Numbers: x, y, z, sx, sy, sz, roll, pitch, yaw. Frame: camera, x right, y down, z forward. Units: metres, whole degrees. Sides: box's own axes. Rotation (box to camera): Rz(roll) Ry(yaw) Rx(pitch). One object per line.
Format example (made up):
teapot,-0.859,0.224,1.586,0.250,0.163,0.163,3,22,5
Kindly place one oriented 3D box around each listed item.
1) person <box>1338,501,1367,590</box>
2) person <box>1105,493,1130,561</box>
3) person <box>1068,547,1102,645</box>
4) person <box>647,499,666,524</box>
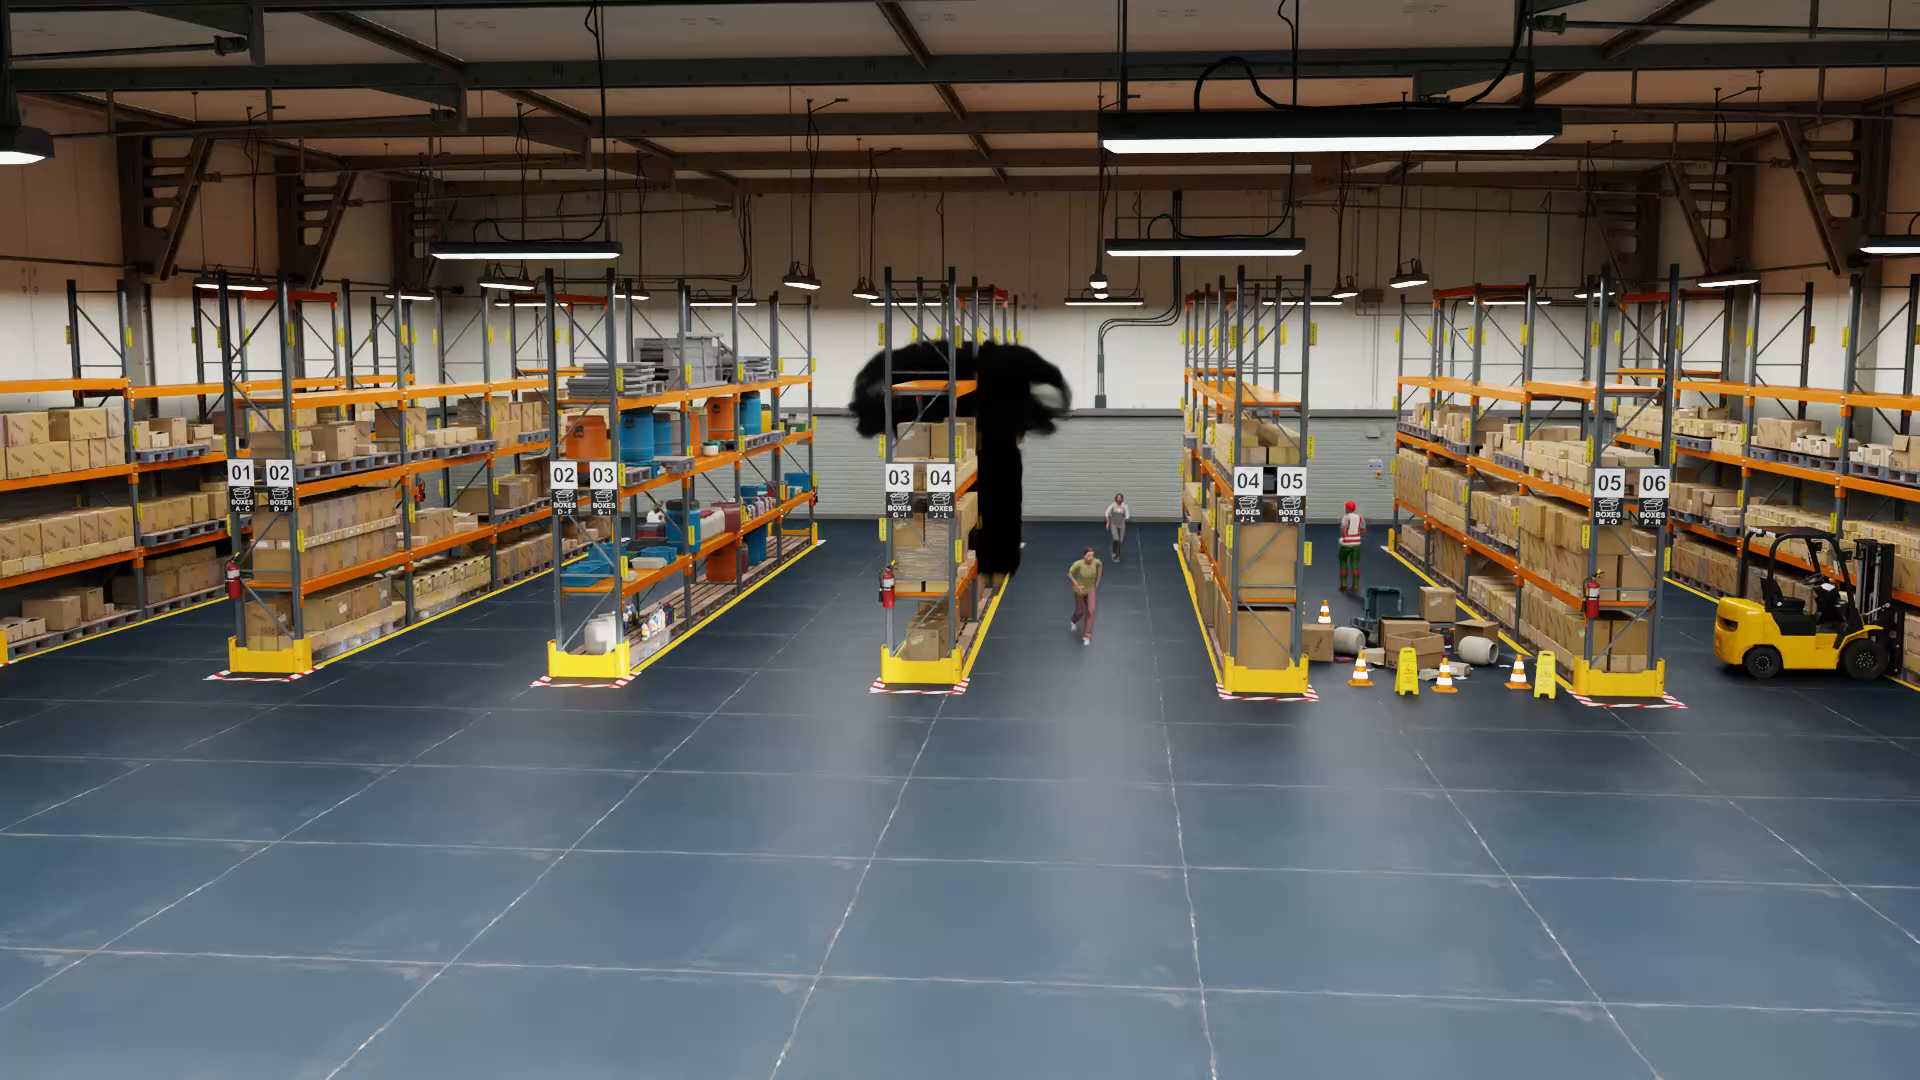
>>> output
person,7.727,0.149,32.773,0.616,1.851,0.792,-1,7,-7
person,3.512,-0.276,36.997,0.505,1.557,0.690,-1,7,-6
person,2.040,0.882,27.599,0.605,1.624,0.981,-2,7,-18
person,-6.324,-0.035,34.708,0.542,1.660,0.573,0,7,2
